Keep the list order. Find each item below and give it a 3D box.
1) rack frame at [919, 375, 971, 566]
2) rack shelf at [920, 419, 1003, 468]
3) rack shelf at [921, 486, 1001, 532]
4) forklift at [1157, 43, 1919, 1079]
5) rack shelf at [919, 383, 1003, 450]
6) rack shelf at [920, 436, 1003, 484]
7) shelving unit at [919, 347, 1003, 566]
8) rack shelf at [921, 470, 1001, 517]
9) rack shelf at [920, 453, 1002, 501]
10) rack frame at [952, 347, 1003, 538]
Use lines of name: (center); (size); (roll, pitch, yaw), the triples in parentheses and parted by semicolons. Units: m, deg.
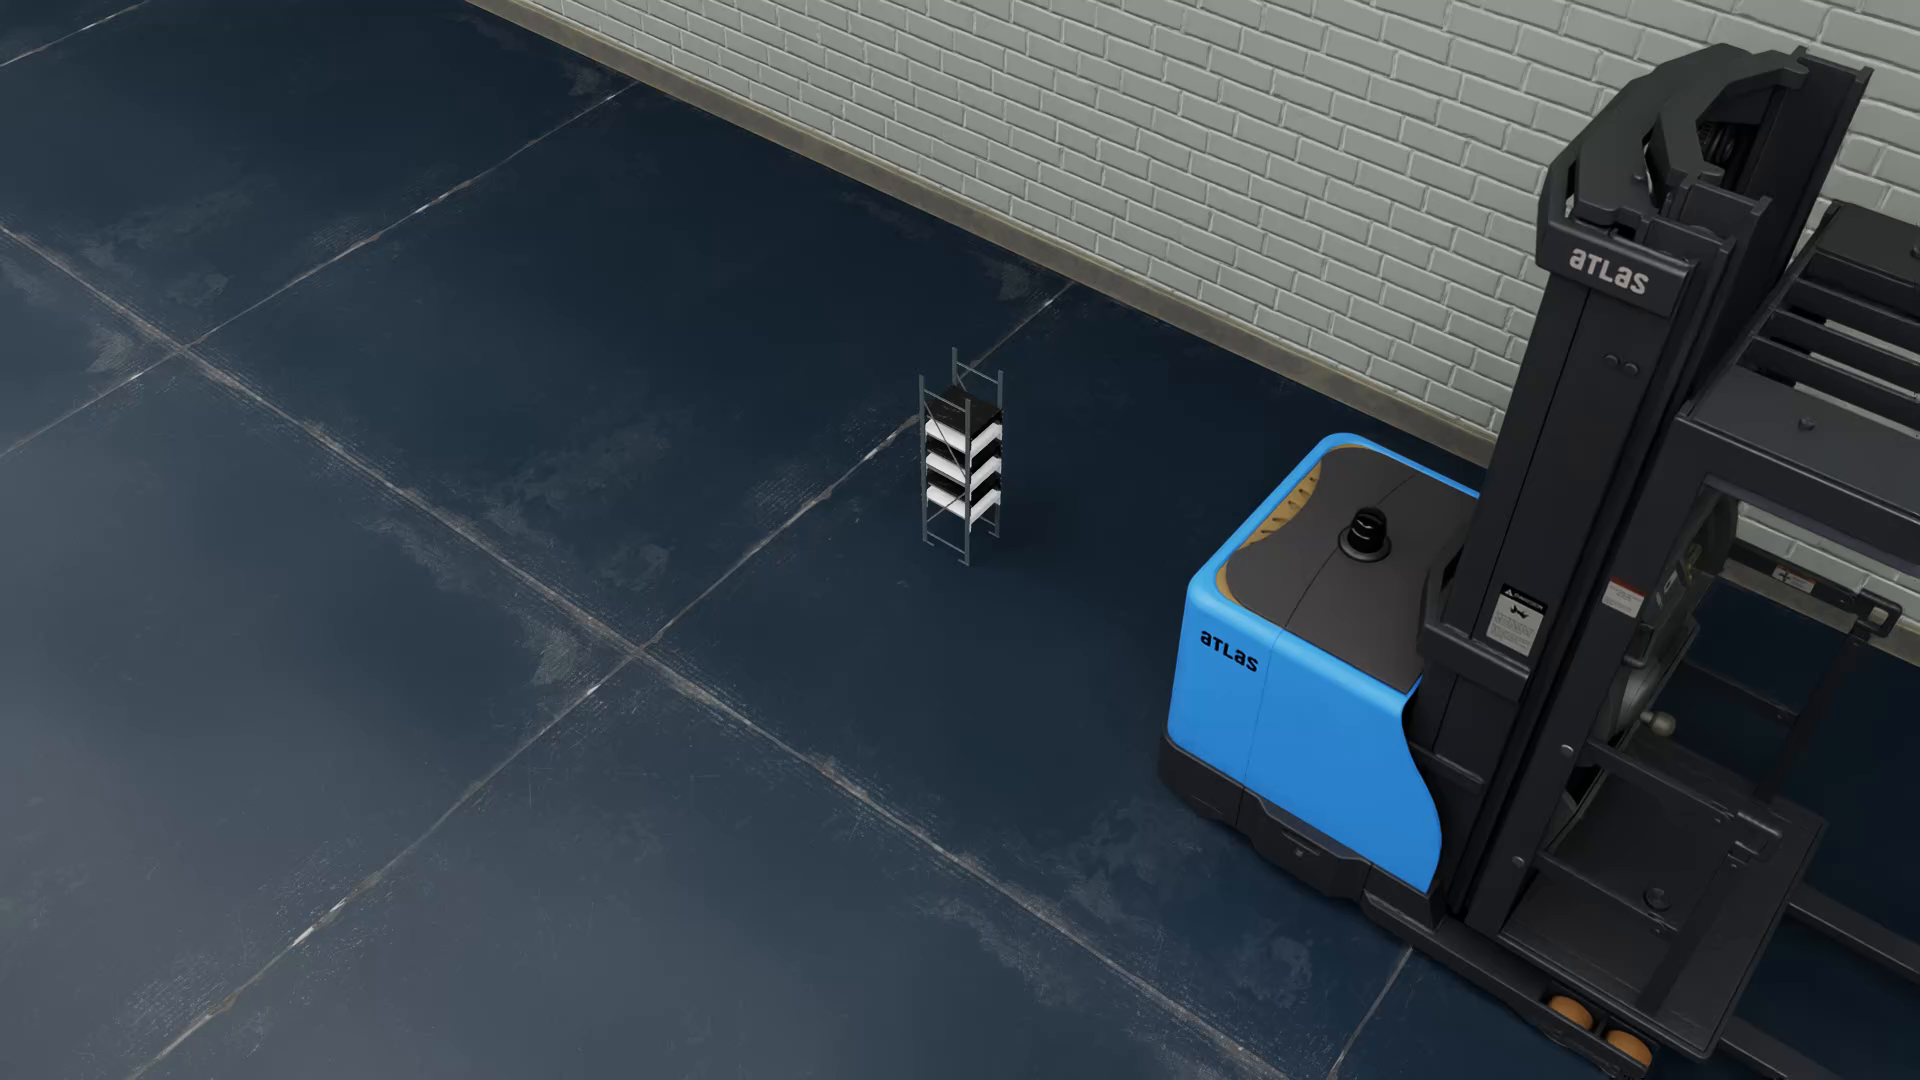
rack frame: (-0.057, -0.257, 6.538); (0.240, 0.900, 0.006); (29, 53, 25)
rack shelf: (0.005, -0.417, 6.488); (0.258, 0.077, 0.200); (29, 53, 25)
rack shelf: (0.005, -0.168, 6.748); (0.258, 0.077, 0.200); (29, 53, 25)
forklift: (2.183, 0.263, 4.637); (3.031, 2.935, 1.130); (30, 53, 25)
rack shelf: (0.005, -0.479, 6.423); (0.258, 0.077, 0.200); (29, 53, 25)
rack shelf: (0.005, -0.355, 6.553); (0.258, 0.077, 0.200); (29, 53, 25)
shelving unit: (0.005, -0.315, 6.594); (0.258, 0.900, 0.210); (29, 53, 25)
rack shelf: (0.005, -0.230, 6.683); (0.258, 0.077, 0.200); (29, 53, 25)
rack shelf: (0.005, -0.292, 6.618); (0.258, 0.077, 0.200); (29, 53, 25)
rack frame: (0.067, -0.374, 6.649); (0.240, 0.900, 0.006); (29, 53, 25)
